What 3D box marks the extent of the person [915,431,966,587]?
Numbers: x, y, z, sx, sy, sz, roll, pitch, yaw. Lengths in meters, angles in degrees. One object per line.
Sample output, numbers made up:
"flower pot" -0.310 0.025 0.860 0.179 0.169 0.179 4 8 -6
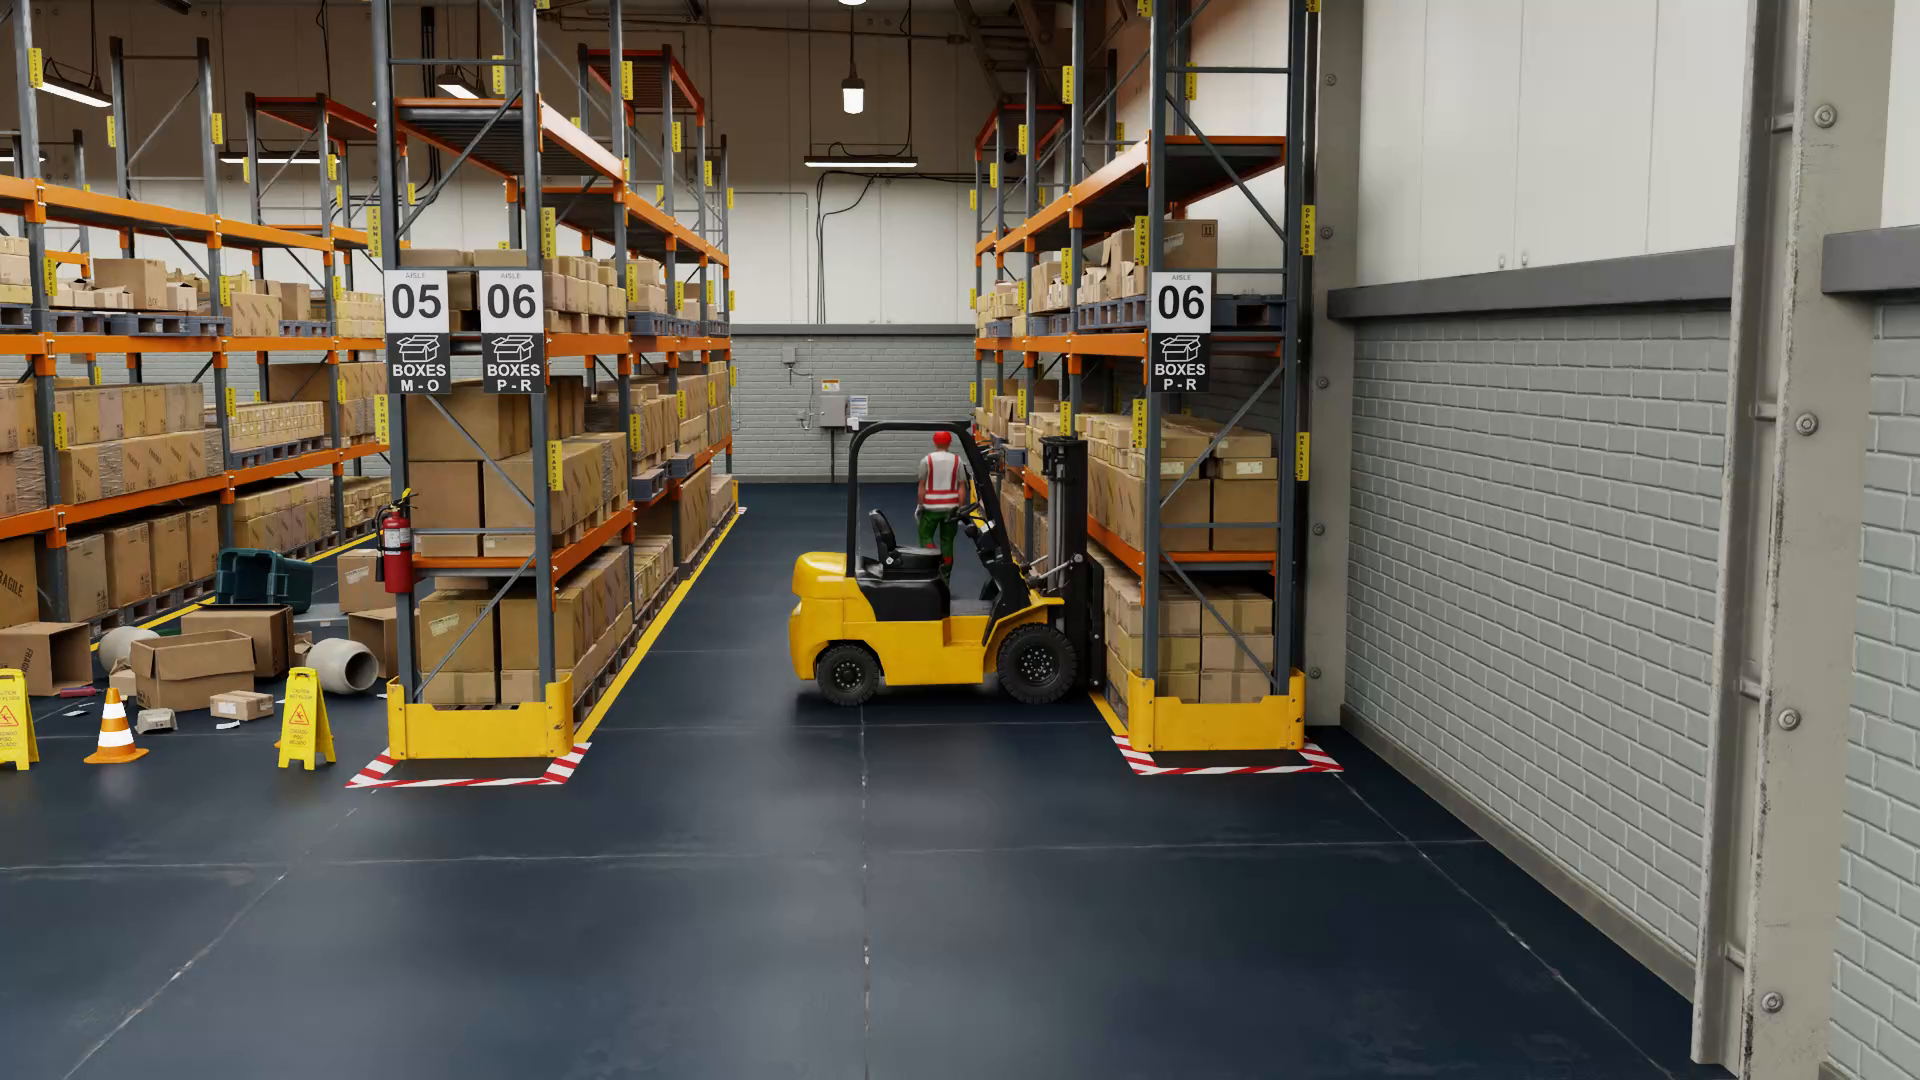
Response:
"person" -0.216 -0.344 18.268 0.568 1.781 0.508 -1 7 -8
